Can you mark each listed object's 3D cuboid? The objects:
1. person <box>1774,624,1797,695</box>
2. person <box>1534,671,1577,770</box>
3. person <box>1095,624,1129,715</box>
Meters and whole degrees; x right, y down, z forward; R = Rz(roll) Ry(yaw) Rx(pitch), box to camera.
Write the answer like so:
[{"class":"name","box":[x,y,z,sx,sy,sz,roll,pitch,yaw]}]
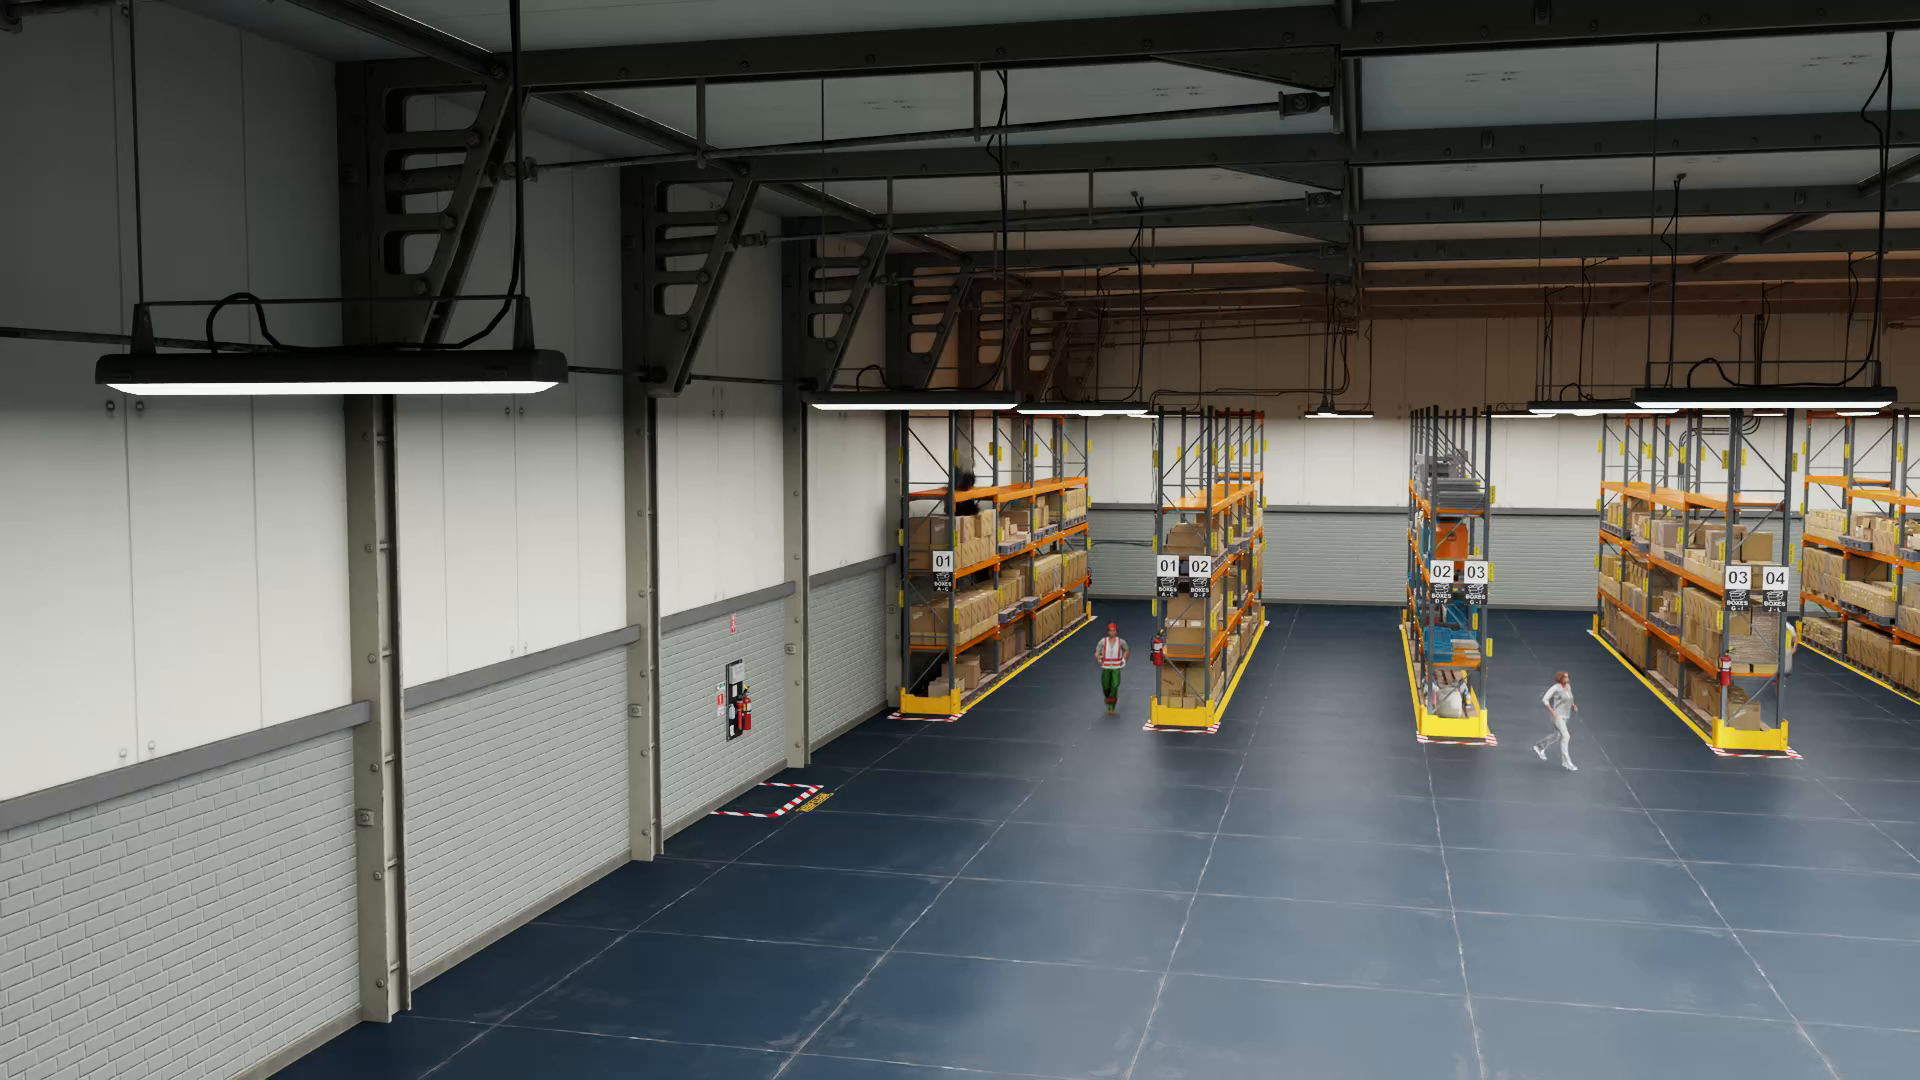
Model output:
[{"class":"person","box":[17.217,2.357,34.895,0.661,1.755,0.563,1,4,15]},{"class":"person","box":[9.870,2.940,27.484,0.536,1.603,0.818,-3,5,-39]},{"class":"person","box":[2.959,2.510,32.485,0.641,1.751,0.871,0,4,7]}]
